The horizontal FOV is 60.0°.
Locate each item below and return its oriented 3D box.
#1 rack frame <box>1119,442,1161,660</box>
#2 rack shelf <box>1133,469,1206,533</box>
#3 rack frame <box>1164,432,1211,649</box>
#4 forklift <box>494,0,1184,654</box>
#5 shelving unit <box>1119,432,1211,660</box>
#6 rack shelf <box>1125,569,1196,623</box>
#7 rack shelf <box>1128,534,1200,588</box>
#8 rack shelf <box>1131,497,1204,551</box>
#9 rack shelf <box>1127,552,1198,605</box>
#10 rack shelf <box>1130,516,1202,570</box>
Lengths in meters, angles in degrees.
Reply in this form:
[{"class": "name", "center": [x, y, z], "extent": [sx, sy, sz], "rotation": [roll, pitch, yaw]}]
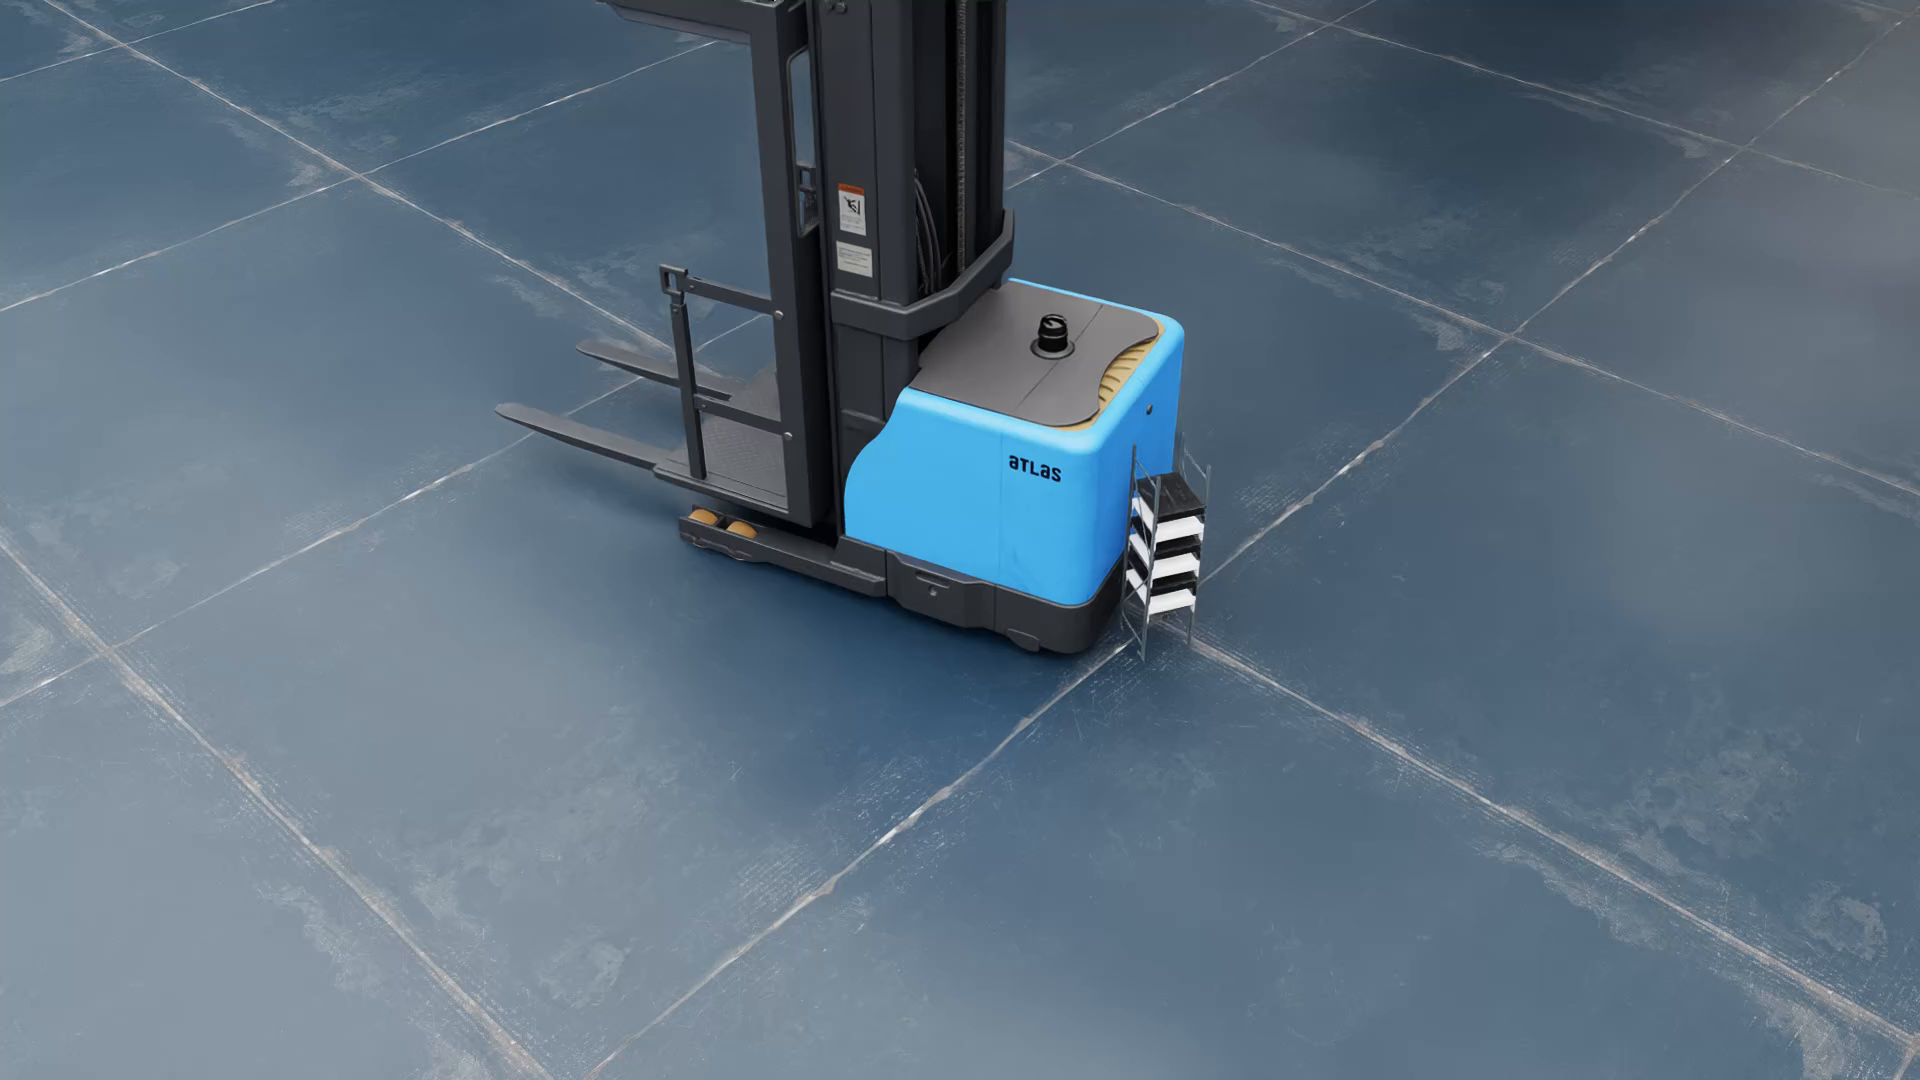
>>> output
[{"class": "rack frame", "center": [0.694, 0.055, 6.457], "extent": [0.006, 0.900, 0.240], "rotation": [-12, 40, -15]}, {"class": "rack shelf", "center": [0.790, -0.150, 6.336], "extent": [0.200, 0.077, 0.258], "rotation": [-12, 40, -15]}, {"class": "rack frame", "center": [0.887, 0.014, 6.509], "extent": [0.006, 0.900, 0.240], "rotation": [-12, 40, -15]}, {"class": "forklift", "center": [-0.641, -1.333, 6.572], "extent": [3.031, 2.935, 1.130], "rotation": [17, 42, 21]}, {"class": "shelving unit", "center": [0.790, 0.035, 6.483], "extent": [0.210, 0.900, 0.258], "rotation": [-12, 40, -15]}, {"class": "rack shelf", "center": [0.790, 0.202, 6.616], "extent": [0.200, 0.077, 0.258], "rotation": [-12, 40, -15]}, {"class": "rack shelf", "center": [0.790, 0.061, 6.504], "extent": [0.200, 0.077, 0.258], "rotation": [-12, 40, -15]}, {"class": "rack shelf", "center": [0.790, -0.080, 6.392], "extent": [0.200, 0.077, 0.258], "rotation": [-12, 40, -15]}, {"class": "rack shelf", "center": [0.790, 0.131, 6.560], "extent": [0.200, 0.077, 0.258], "rotation": [-12, 40, -15]}, {"class": "rack shelf", "center": [0.790, -0.009, 6.448], "extent": [0.200, 0.077, 0.258], "rotation": [-12, 40, -15]}]
